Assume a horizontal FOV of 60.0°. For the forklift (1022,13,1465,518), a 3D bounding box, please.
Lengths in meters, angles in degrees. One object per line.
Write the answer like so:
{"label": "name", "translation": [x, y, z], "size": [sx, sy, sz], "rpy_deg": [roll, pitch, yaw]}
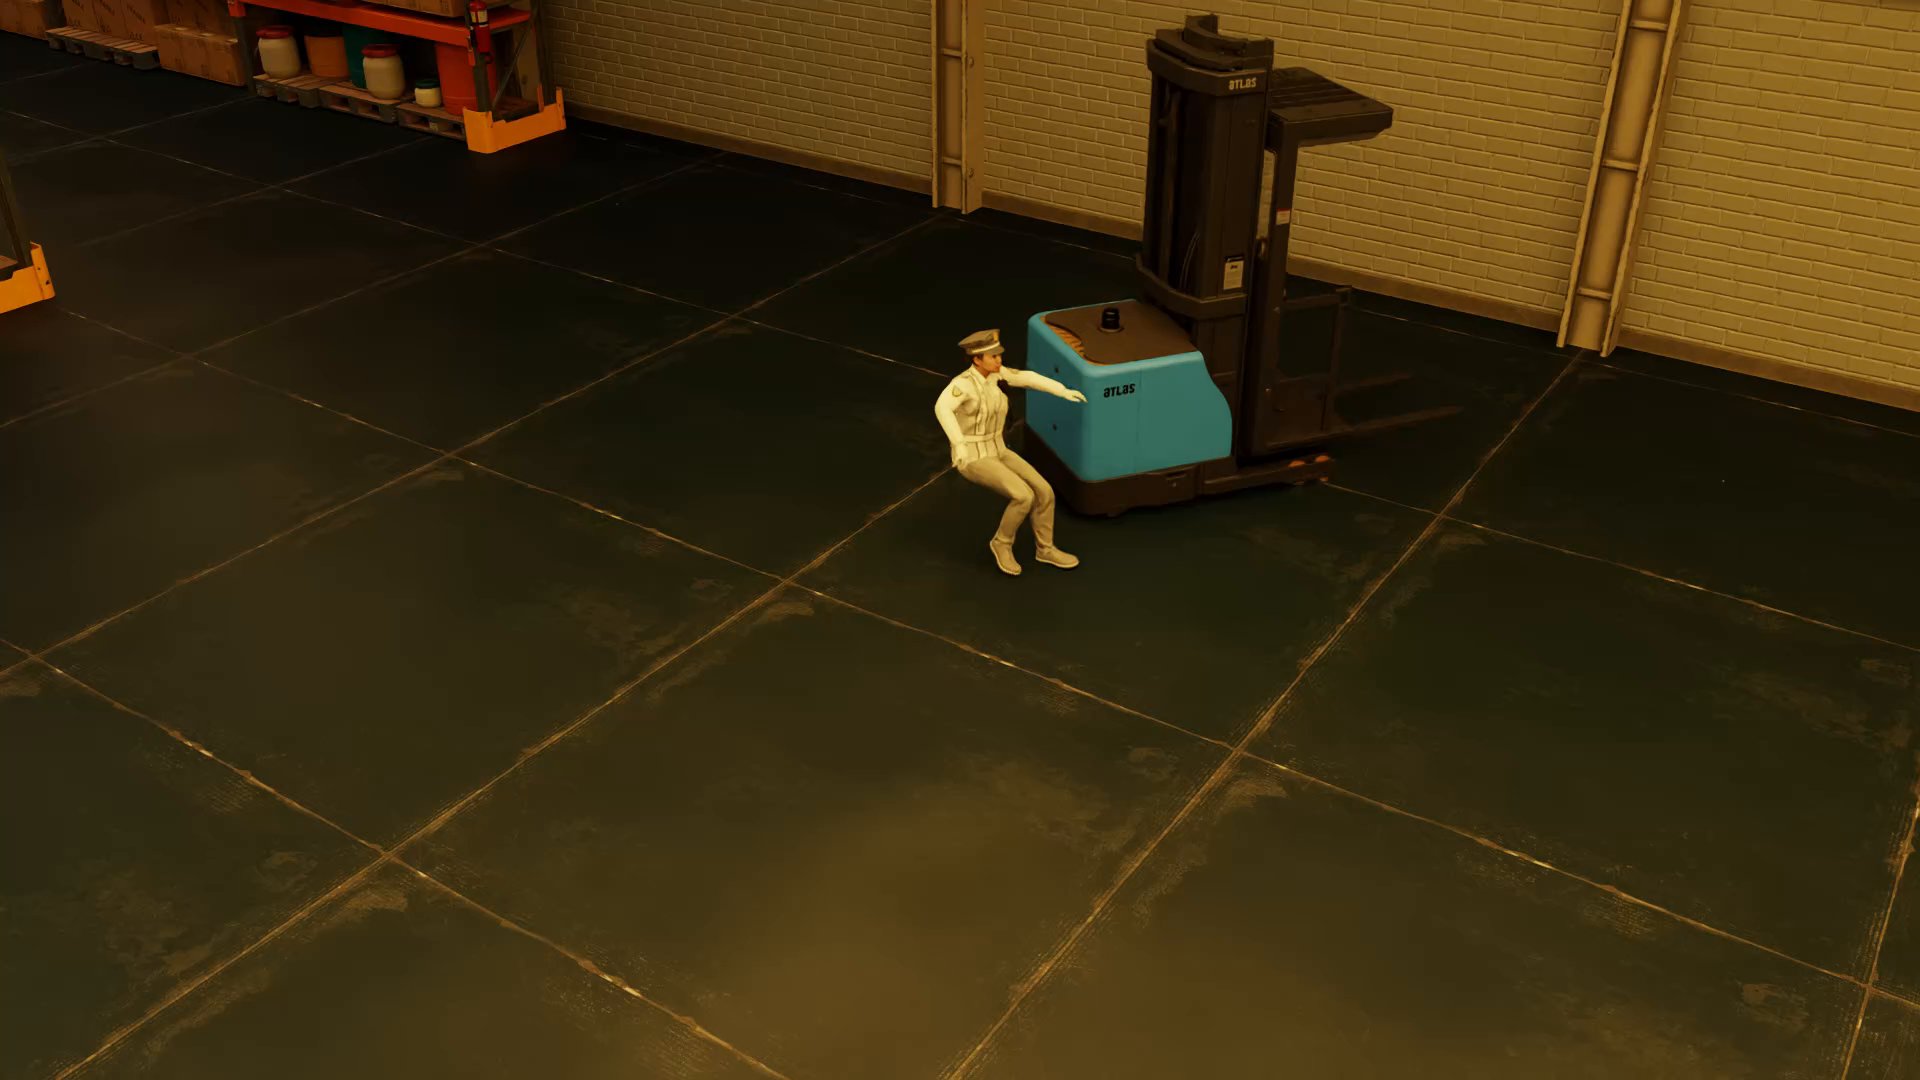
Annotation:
{"label": "forklift", "translation": [1.999, -1.867, 10.797], "size": [3.031, 2.935, 1.130], "rpy_deg": [-11, 32, -18]}

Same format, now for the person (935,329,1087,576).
{"label": "person", "translation": [0.326, -0.510, 9.914], "size": [0.808, 1.457, 1.013], "rpy_deg": [15, 33, 24]}
